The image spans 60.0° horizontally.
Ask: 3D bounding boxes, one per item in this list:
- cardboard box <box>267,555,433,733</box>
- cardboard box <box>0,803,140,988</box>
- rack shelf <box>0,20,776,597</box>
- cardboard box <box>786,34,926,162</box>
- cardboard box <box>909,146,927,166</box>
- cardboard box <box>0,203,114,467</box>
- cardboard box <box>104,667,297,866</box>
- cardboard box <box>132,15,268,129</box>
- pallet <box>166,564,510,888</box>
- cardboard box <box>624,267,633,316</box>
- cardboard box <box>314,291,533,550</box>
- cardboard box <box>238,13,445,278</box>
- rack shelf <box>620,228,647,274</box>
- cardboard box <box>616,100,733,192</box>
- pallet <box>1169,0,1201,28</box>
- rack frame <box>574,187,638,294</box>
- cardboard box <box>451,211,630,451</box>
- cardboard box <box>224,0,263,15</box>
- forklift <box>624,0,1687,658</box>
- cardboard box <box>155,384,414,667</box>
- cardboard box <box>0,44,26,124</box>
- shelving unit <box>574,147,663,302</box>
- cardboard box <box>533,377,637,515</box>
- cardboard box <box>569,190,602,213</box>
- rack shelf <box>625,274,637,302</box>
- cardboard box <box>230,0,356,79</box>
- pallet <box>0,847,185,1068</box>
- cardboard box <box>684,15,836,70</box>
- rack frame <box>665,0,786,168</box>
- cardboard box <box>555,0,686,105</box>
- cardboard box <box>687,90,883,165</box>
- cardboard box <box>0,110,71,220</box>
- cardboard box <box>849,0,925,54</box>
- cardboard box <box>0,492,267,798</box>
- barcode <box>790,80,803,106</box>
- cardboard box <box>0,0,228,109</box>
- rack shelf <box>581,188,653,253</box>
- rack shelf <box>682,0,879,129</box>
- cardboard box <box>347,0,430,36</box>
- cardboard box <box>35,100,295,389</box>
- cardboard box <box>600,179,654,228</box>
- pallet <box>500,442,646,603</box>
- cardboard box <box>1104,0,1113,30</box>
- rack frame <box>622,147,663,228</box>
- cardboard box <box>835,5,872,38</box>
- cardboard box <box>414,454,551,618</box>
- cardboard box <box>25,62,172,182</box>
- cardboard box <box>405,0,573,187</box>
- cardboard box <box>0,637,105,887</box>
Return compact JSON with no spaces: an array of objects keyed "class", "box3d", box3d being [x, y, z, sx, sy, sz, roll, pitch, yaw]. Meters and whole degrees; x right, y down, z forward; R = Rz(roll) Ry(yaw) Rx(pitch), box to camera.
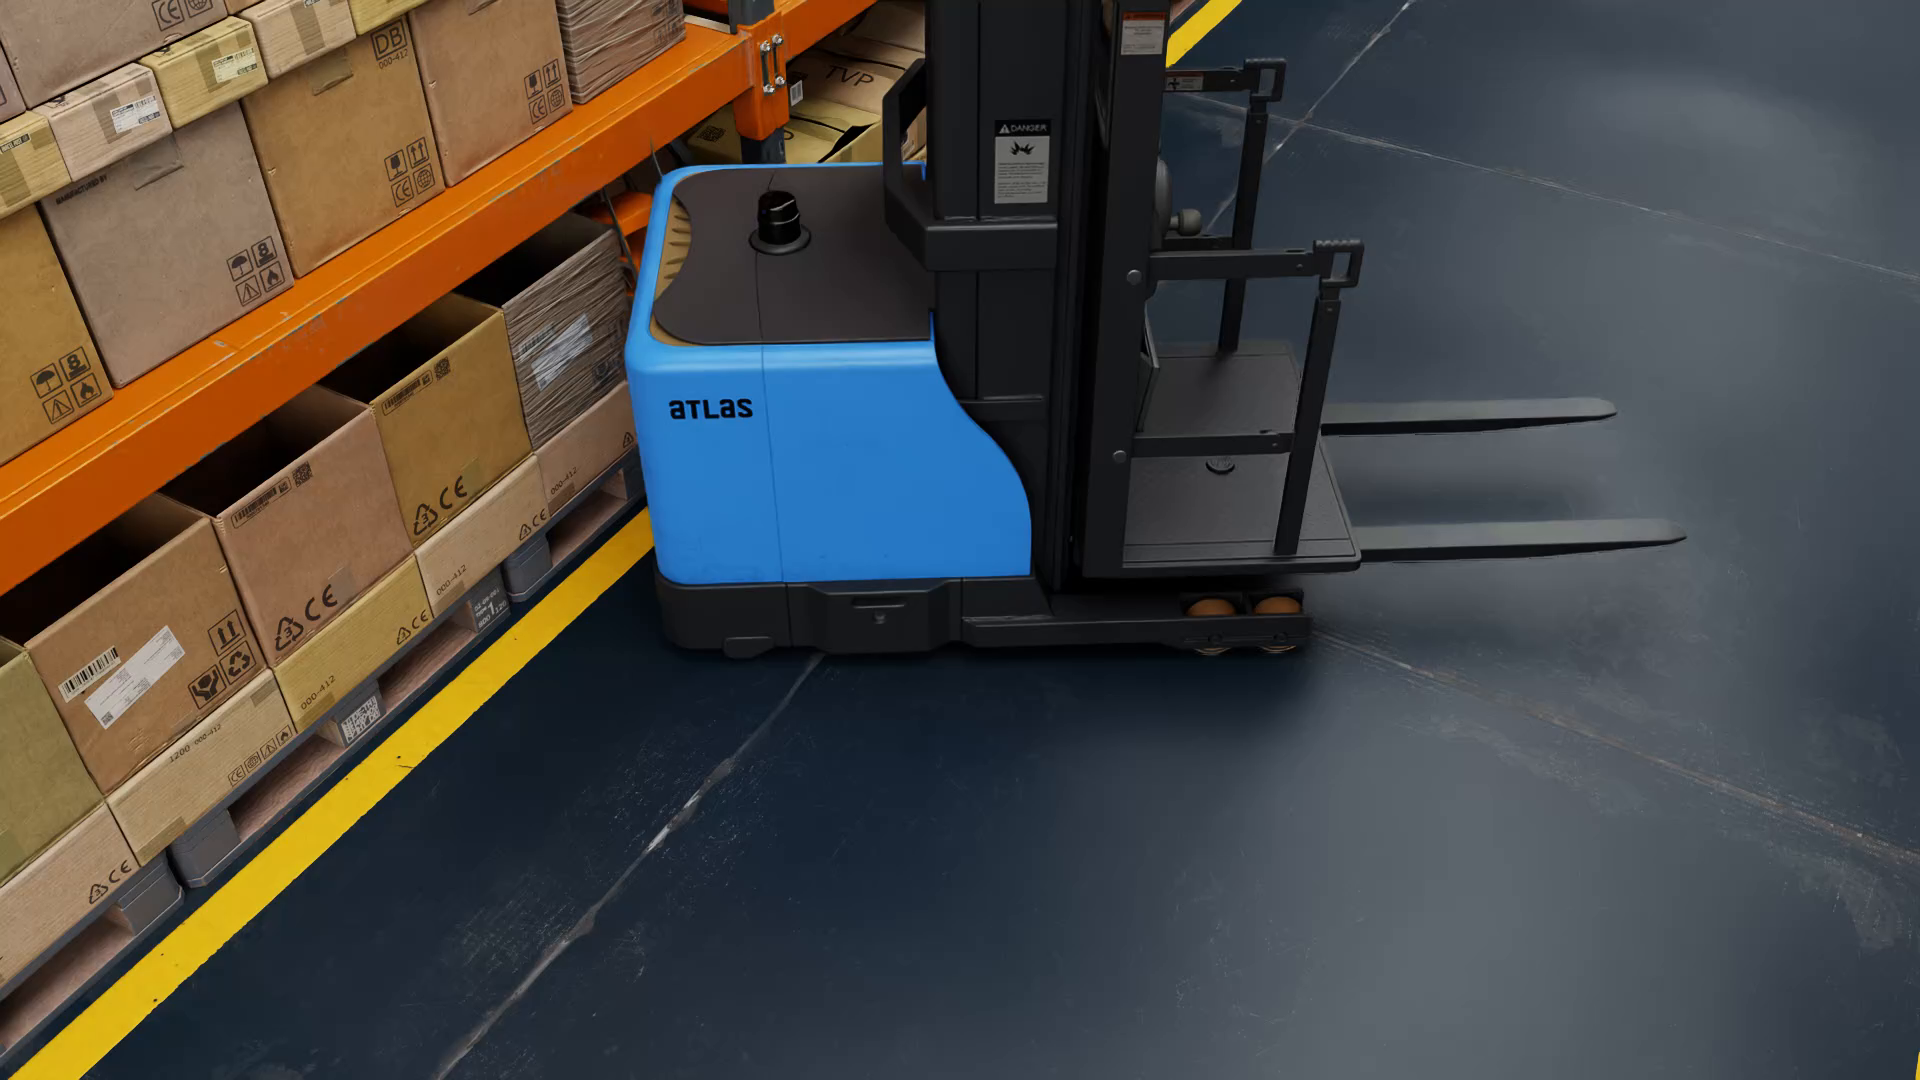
[{"class":"cardboard box","box3d":[-1.816,0.194,4.523,0.500,0.250,0.500,21,45,22]},{"class":"cardboard box","box3d":[-2.321,0.764,3.876,0.500,0.250,0.500,21,45,22]},{"class":"rack shelf","box3d":[-2.028,-0.464,4.052,1.077,0.370,4.000,21,45,22]},{"class":"cardboard box","box3d":[-0.350,-1.653,6.196,0.500,0.311,0.500,20,45,22]},{"class":"cardboard box","box3d":[-0.354,-1.445,6.384,0.500,0.250,0.500,22,46,23]},{"class":"cardboard box","box3d":[-2.272,-0.474,3.443,0.700,0.500,0.500,21,46,22]},{"class":"cardboard box","box3d":[-2.071,0.478,4.200,0.500,0.250,0.500,21,45,22]},{"class":"cardboard box","box3d":[-1.745,-1.054,3.611,0.380,0.149,0.250,22,46,23]},{"class":"pallet","box3d":[-2.071,0.310,4.738,1.003,0.211,1.213,21,45,22]},{"class":"cardboard box","box3d":[-1.070,-0.667,5.500,0.500,0.250,0.500,21,45,22]},{"class":"cardboard box","box3d":[-1.577,-0.378,4.605,0.500,0.500,0.500,21,45,22]},{"class":"cardboard box","box3d":[-1.757,-1.070,4.120,0.700,0.500,0.500,22,46,23]},{"class":"rack shelf","box3d":[-0.950,-0.847,4.973,0.180,0.103,0.258,-35,35,-28]},{"class":"cardboard box","box3d":[-1.073,-1.541,6.069,0.500,0.311,0.500,21,45,22]},{"class":"pallet","box3d":[0.528,-2.663,8.114,1.003,0.211,1.213,21,45,22]},{"class":"rack frame","box3d":[-0.968,-0.638,5.028,0.006,1.200,0.240,-35,35,-28]},{"class":"cardboard box","box3d":[-1.331,-0.666,4.932,0.500,0.500,0.500,21,45,22]},{"class":"cardboard box","box3d":[-1.747,-1.571,3.707,0.700,0.500,0.500,21,45,22]},{"class":"forklift","box3d":[0.628,-1.118,4.302,3.031,2.935,1.130,-2,41,-2]},{"class":"cardboard box","box3d":[-1.815,-0.088,4.275,0.500,0.500,0.500,21,45,22]},{"class":"cardboard box","box3d":[-2.248,-0.999,3.057,0.700,0.500,0.500,21,46,22]},{"class":"shelving unit","box3d":[-0.902,-0.684,5.071,0.189,1.200,0.258,-35,35,-28]},{"class":"cardboard box","box3d":[-1.329,-0.384,5.179,0.500,0.250,0.500,21,45,22]},{"class":"cardboard box","box3d":[-1.531,-1.124,5.452,0.500,0.500,0.500,21,45,22]},{"class":"rack shelf","box3d":[-0.920,-0.747,5.033,0.180,0.103,0.258,-35,35,-28]},{"class":"cardboard box","box3d":[-1.615,-1.207,3.784,0.380,0.149,0.250,22,46,23]},{"class":"pallet","box3d":[-2.683,1.005,3.949,1.003,0.211,1.213,21,45,22]},{"class":"cardboard box","box3d":[-0.818,-1.841,6.409,0.500,0.311,0.500,22,46,23]},{"class":"rack frame","box3d":[-1.027,-1.879,5.113,1.000,3.000,0.127,21,45,22]},{"class":"cardboard box","box3d":[-1.244,-1.660,4.790,0.700,0.500,0.500,20,45,21]},{"class":"cardboard box","box3d":[-0.605,-1.369,5.873,0.500,0.311,0.500,21,46,22]},{"class":"cardboard box","box3d":[-2.004,-0.762,3.279,0.380,0.149,0.250,20,45,22]},{"class":"cardboard box","box3d":[-0.092,-1.950,6.533,0.500,0.311,0.500,19,45,21]},{"class":"cardboard box","box3d":[-2.080,0.193,3.957,0.500,0.500,0.500,21,45,22]},{"class":"barcode","box3d":[-0.539,-1.474,5.486,0.001,0.075,0.075,21,45,22]},{"class":"cardboard box","box3d":[-1.997,-1.285,3.383,0.700,0.500,0.500,21,46,22]},{"class":"rack shelf","box3d":[-0.980,-0.946,4.913,0.180,0.103,0.258,-35,35,-28]},{"class":"rack shelf","box3d":[-0.027,-2.753,6.651,1.077,0.370,4.000,21,45,22]},{"class":"cardboard box","box3d":[-1.489,-1.351,3.948,0.380,0.149,0.250,21,45,22]},{"class":"cardboard box","box3d":[-2.012,-0.777,3.787,0.700,0.500,0.500,22,46,23]},{"class":"cardboard box","box3d":[-1.071,-1.337,6.262,0.500,0.250,0.500,20,45,22]},{"class":"pallet","box3d":[-1.462,-0.391,5.534,1.003,0.211,1.213,21,45,22]},{"class":"cardboard box","box3d":[0.413,-2.328,7.387,0.500,0.250,0.500,22,46,23]},{"class":"rack frame","box3d":[-0.835,-0.731,5.114,0.006,1.200,0.240,-35,35,-28]},{"class":"cardboard box","box3d":[-0.566,-2.126,6.733,0.500,0.311,0.500,21,45,22]},{"class":"cardboard box","box3d":[-1.566,-0.093,4.848,0.500,0.250,0.500,21,45,22]},{"class":"cardboard box","box3d":[-1.876,-0.903,3.440,0.380,0.149,0.250,21,46,22]},{"class":"cardboard box","box3d":[-1.502,-1.356,4.445,0.700,0.500,0.500,20,45,22]},{"class":"cardboard box","box3d":[-2.320,0.483,3.627,0.500,0.500,0.500,21,45,22]}]
